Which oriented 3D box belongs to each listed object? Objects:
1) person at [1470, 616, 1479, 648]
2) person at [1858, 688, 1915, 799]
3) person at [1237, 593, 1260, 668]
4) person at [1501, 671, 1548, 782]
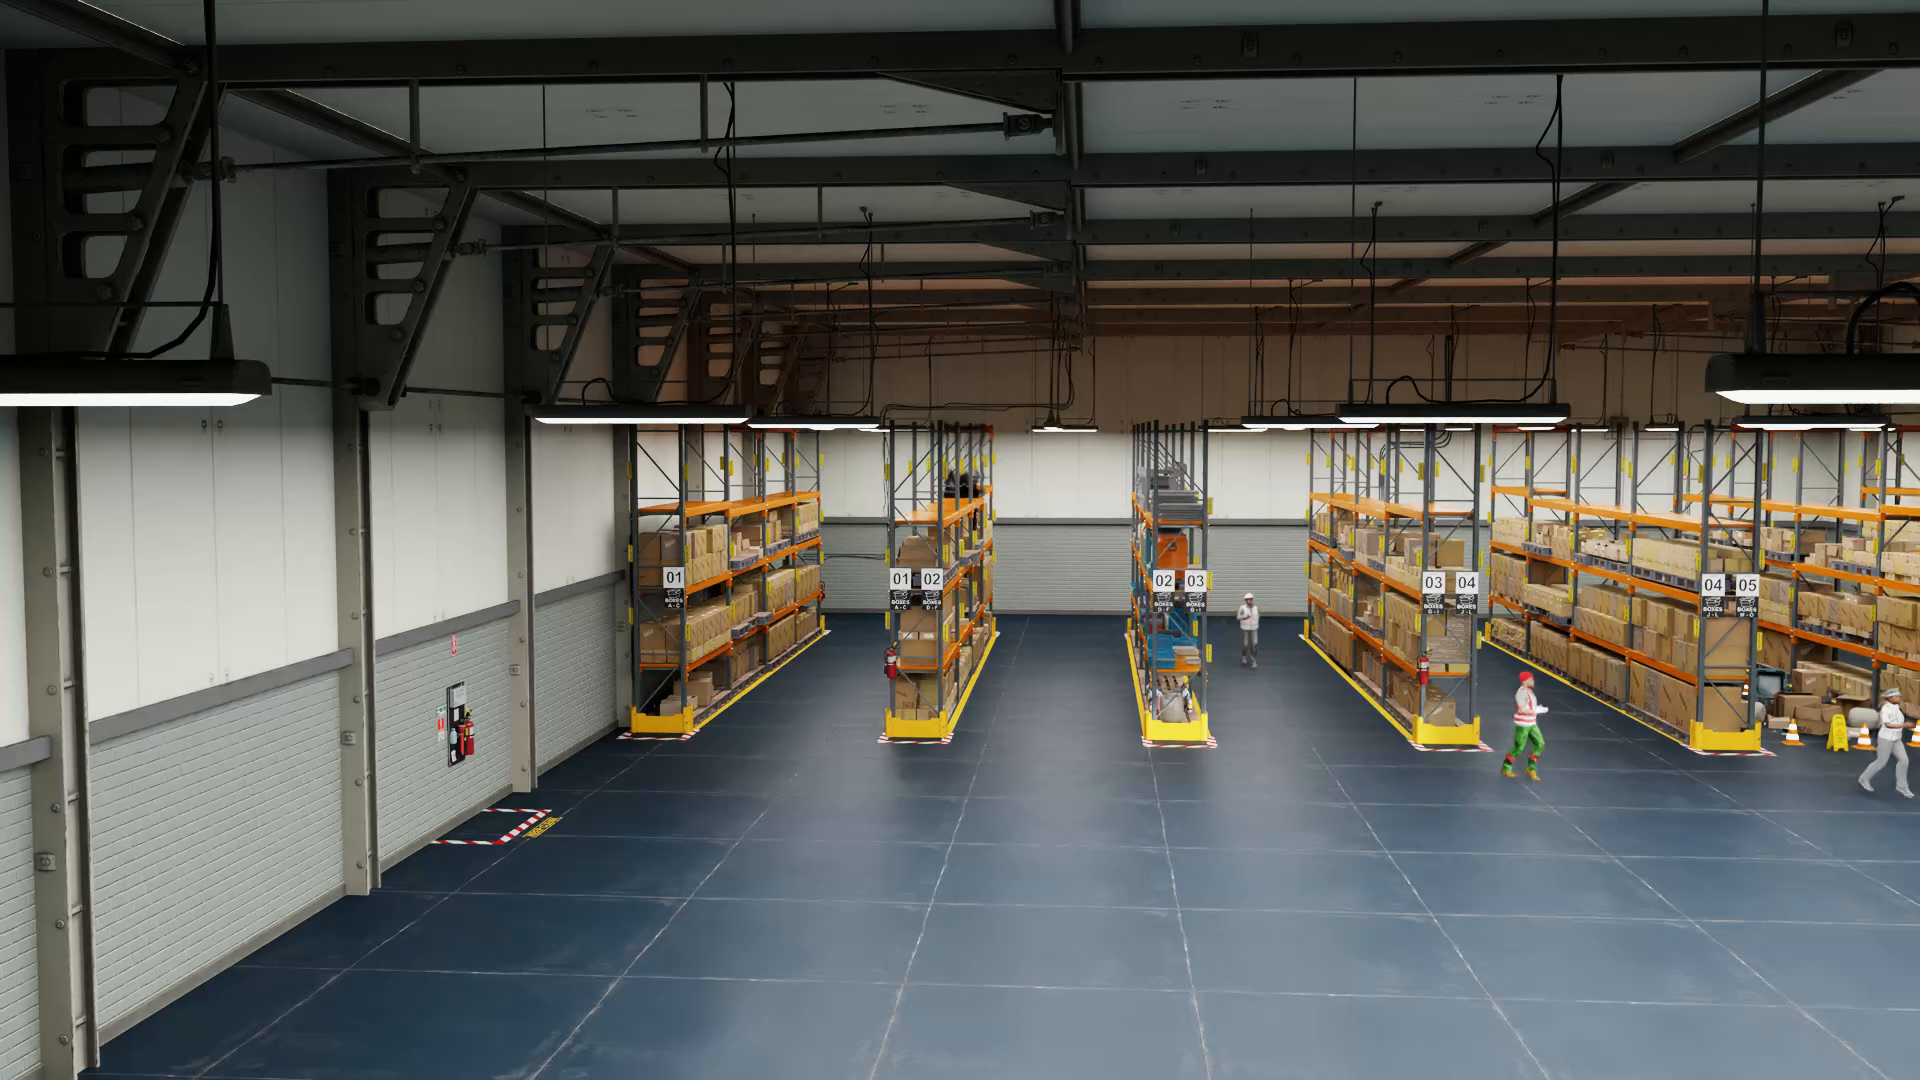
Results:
[{"bbox_3d":[12.137,2.290,40.041,0.650,1.841,0.795,0,4,-2],"label":"person"},{"bbox_3d":[14.728,3.197,26.406,0.603,1.741,0.805,-3,5,-41],"label":"person"},{"bbox_3d":[7.141,2.218,41.076,0.646,1.805,0.801,0,4,-5],"label":"person"},{"bbox_3d":[9.344,3.090,27.471,0.777,1.852,0.664,3,5,41],"label":"person"}]
